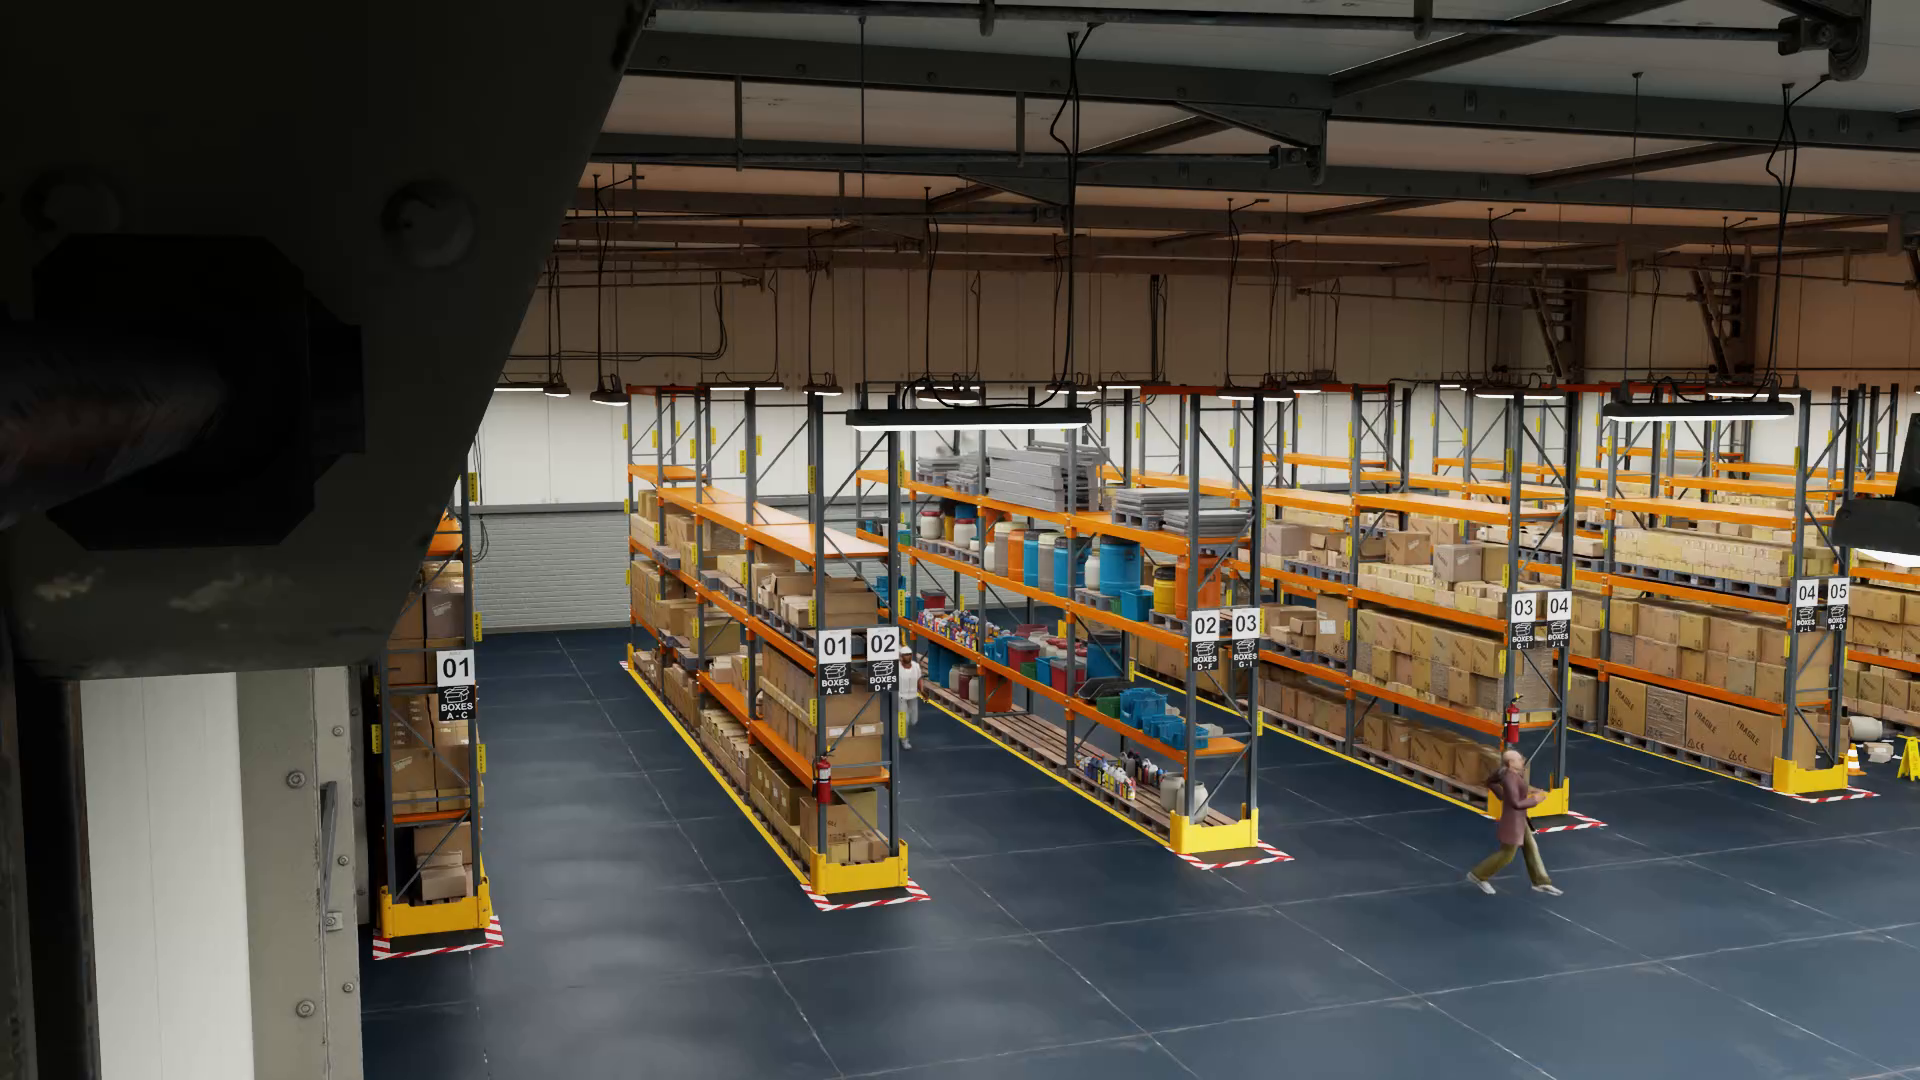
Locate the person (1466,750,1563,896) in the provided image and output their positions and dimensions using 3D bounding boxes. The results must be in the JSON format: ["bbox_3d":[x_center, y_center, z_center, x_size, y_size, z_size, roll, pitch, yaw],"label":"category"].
[{"bbox_3d":[6.661,3.376,19.890,1.116,1.758,0.731,2,6,17],"label":"person"}]

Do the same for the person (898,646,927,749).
[{"bbox_3d":[-0.942,2.607,27.795,0.682,1.712,0.625,-3,7,-27],"label":"person"}]
